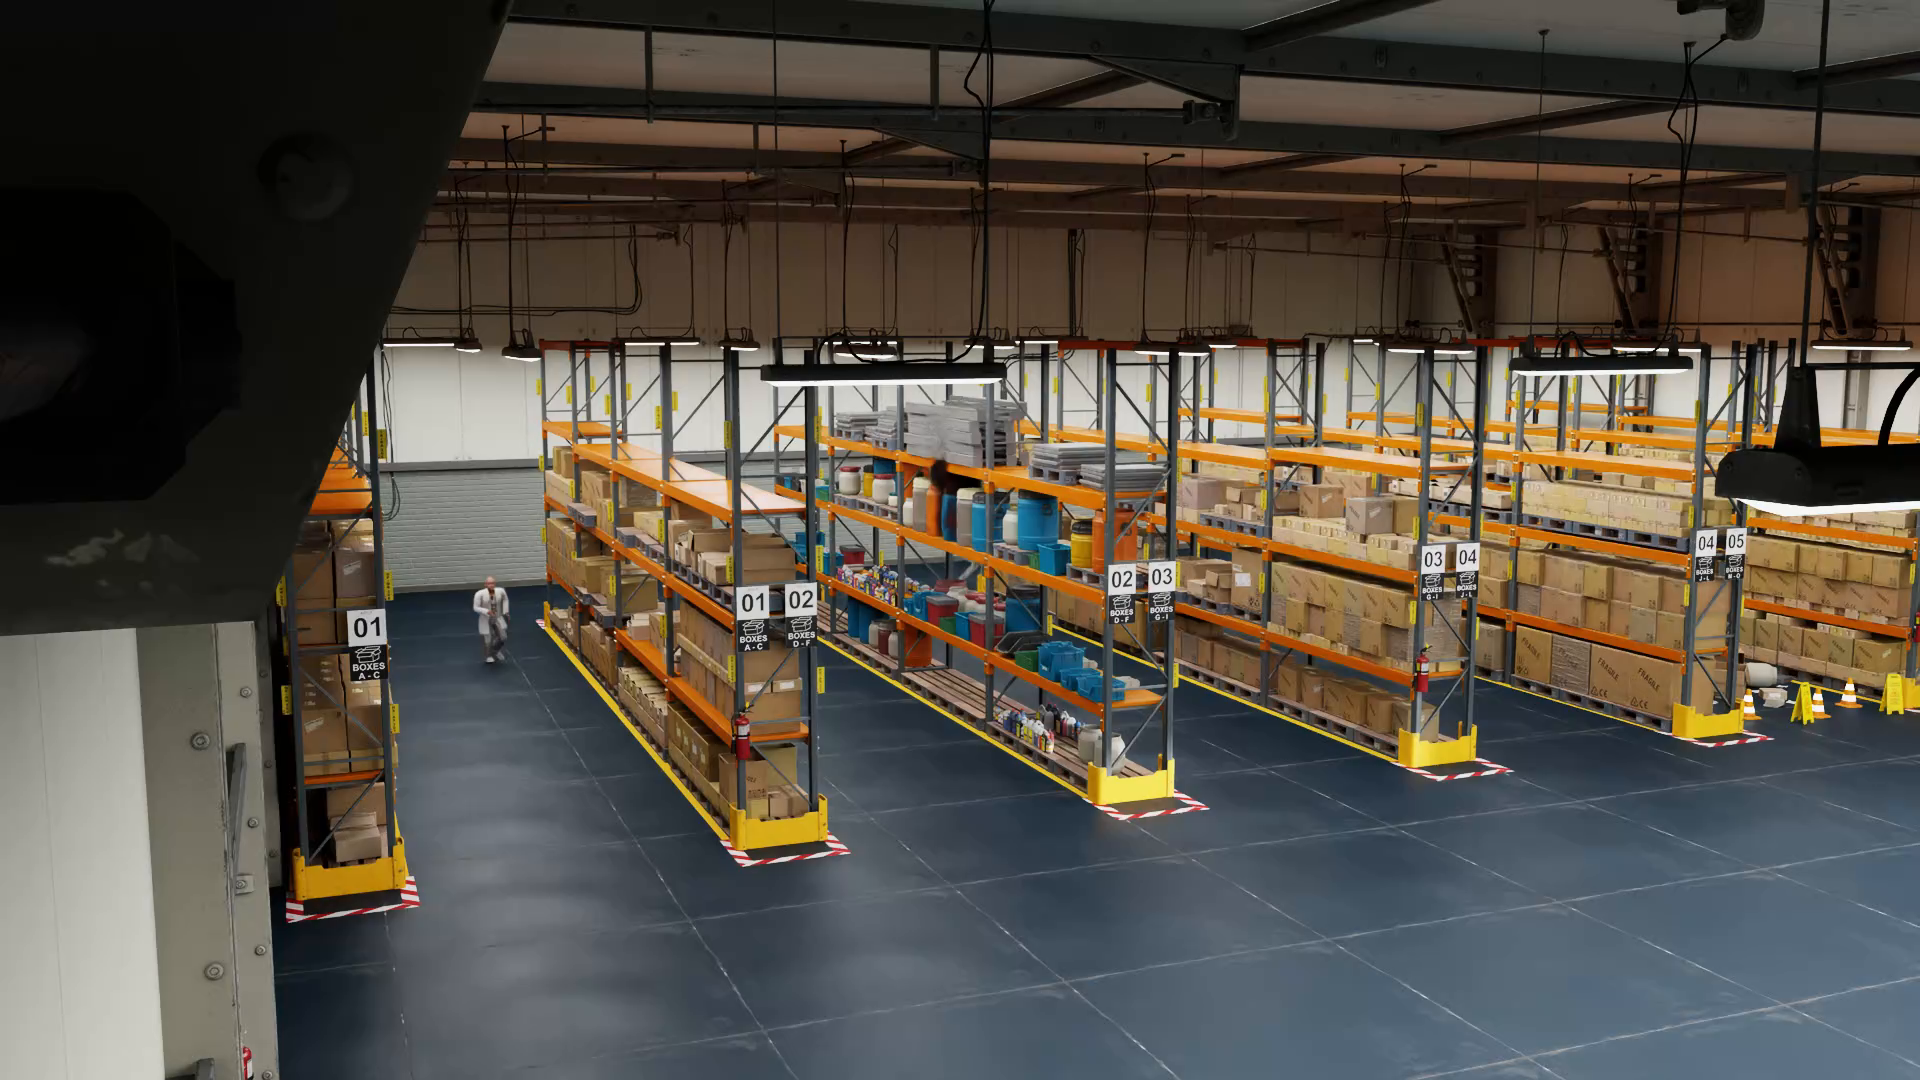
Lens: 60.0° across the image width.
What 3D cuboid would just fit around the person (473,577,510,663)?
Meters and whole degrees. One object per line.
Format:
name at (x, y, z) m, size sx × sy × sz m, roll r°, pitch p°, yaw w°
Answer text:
person at (-8.700, 1.492, 30.909) m, size 0.704 × 1.667 × 0.860 m, roll -4°, pitch 9°, yaw -30°

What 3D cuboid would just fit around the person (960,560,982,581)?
person at (0.477, 0.271, 39.740) m, size 0.982 × 1.760 × 0.736 m, roll 2°, pitch 8°, yaw 14°
